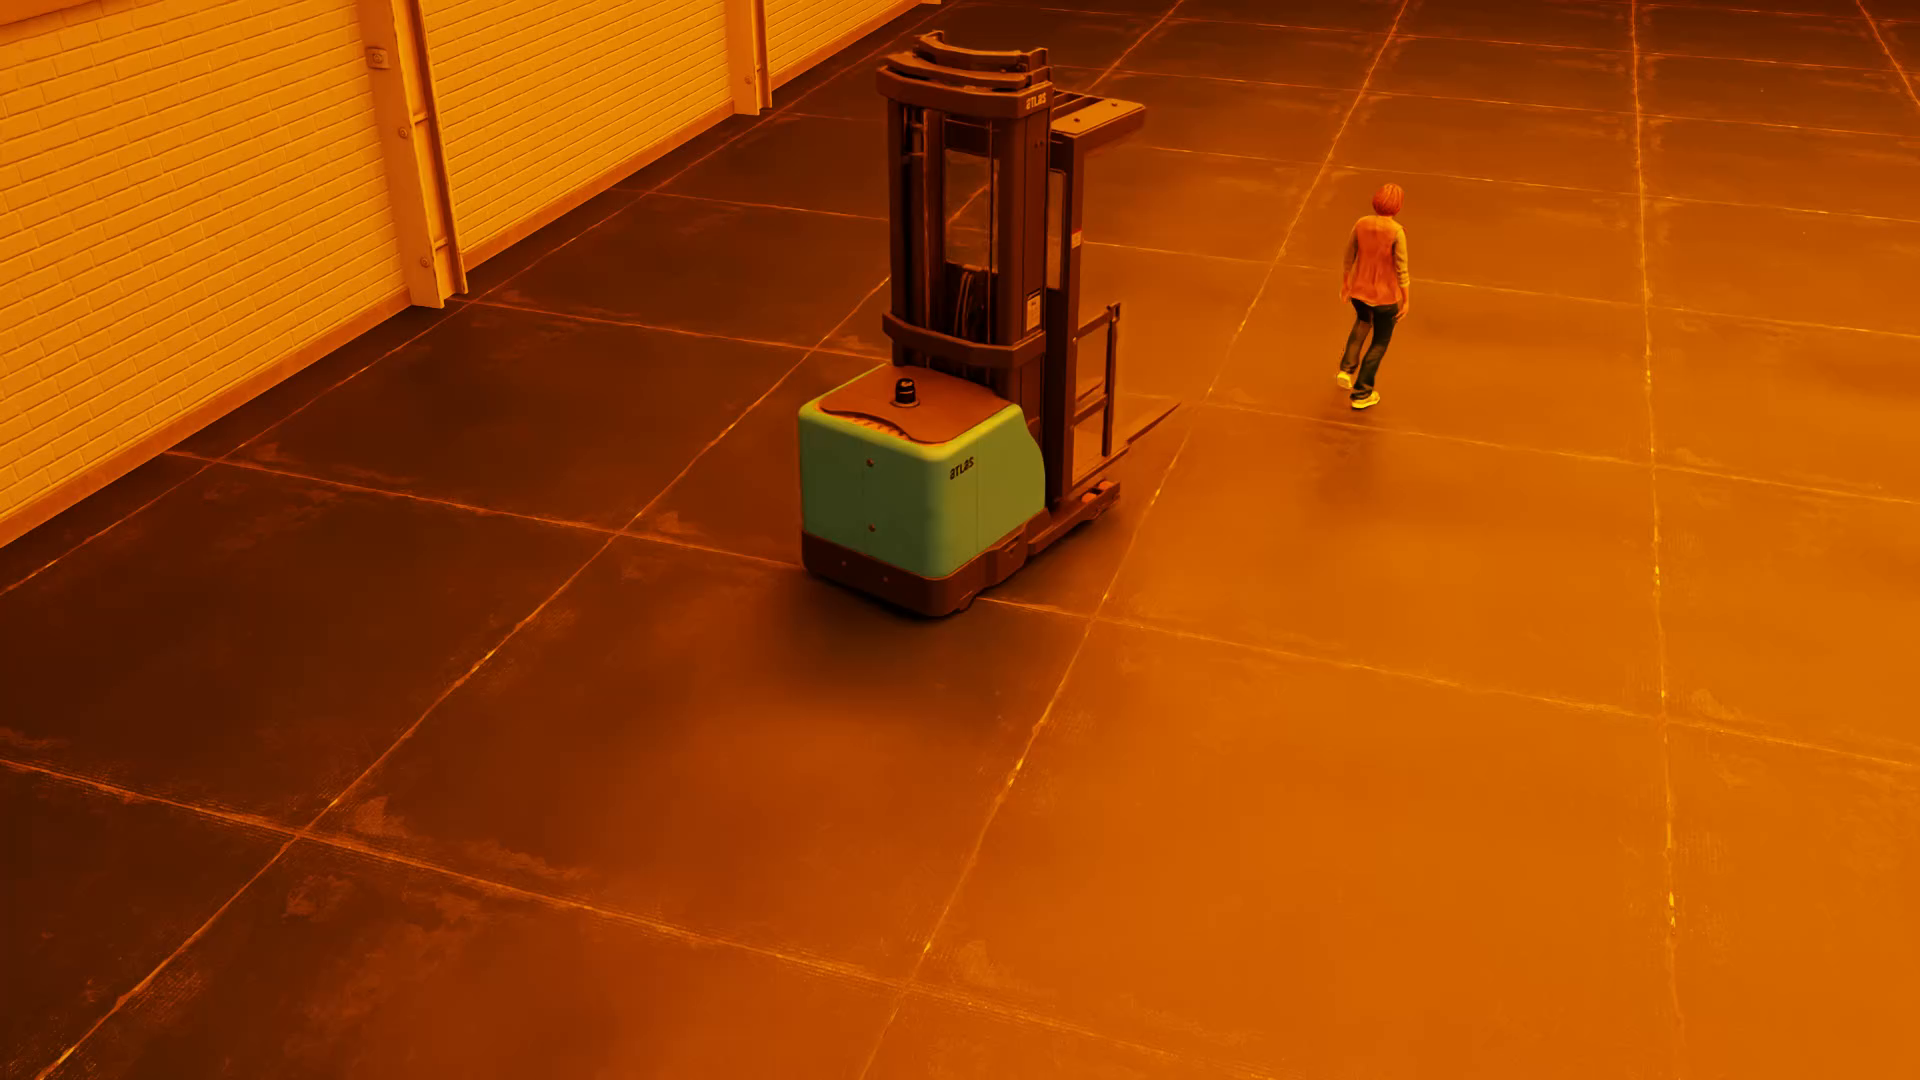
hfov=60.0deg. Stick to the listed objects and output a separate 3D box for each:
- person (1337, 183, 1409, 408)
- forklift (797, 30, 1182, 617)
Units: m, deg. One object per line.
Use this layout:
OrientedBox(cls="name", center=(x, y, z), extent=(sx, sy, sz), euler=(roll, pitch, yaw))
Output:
OrientedBox(cls="person", center=(2.879, -1.692, 11.479), extent=(0.519, 1.584, 0.445), euler=(25, 38, 37))
OrientedBox(cls="forklift", center=(0.351, -1.524, 9.811), extent=(1.130, 2.935, 3.031), euler=(20, 35, 31))
